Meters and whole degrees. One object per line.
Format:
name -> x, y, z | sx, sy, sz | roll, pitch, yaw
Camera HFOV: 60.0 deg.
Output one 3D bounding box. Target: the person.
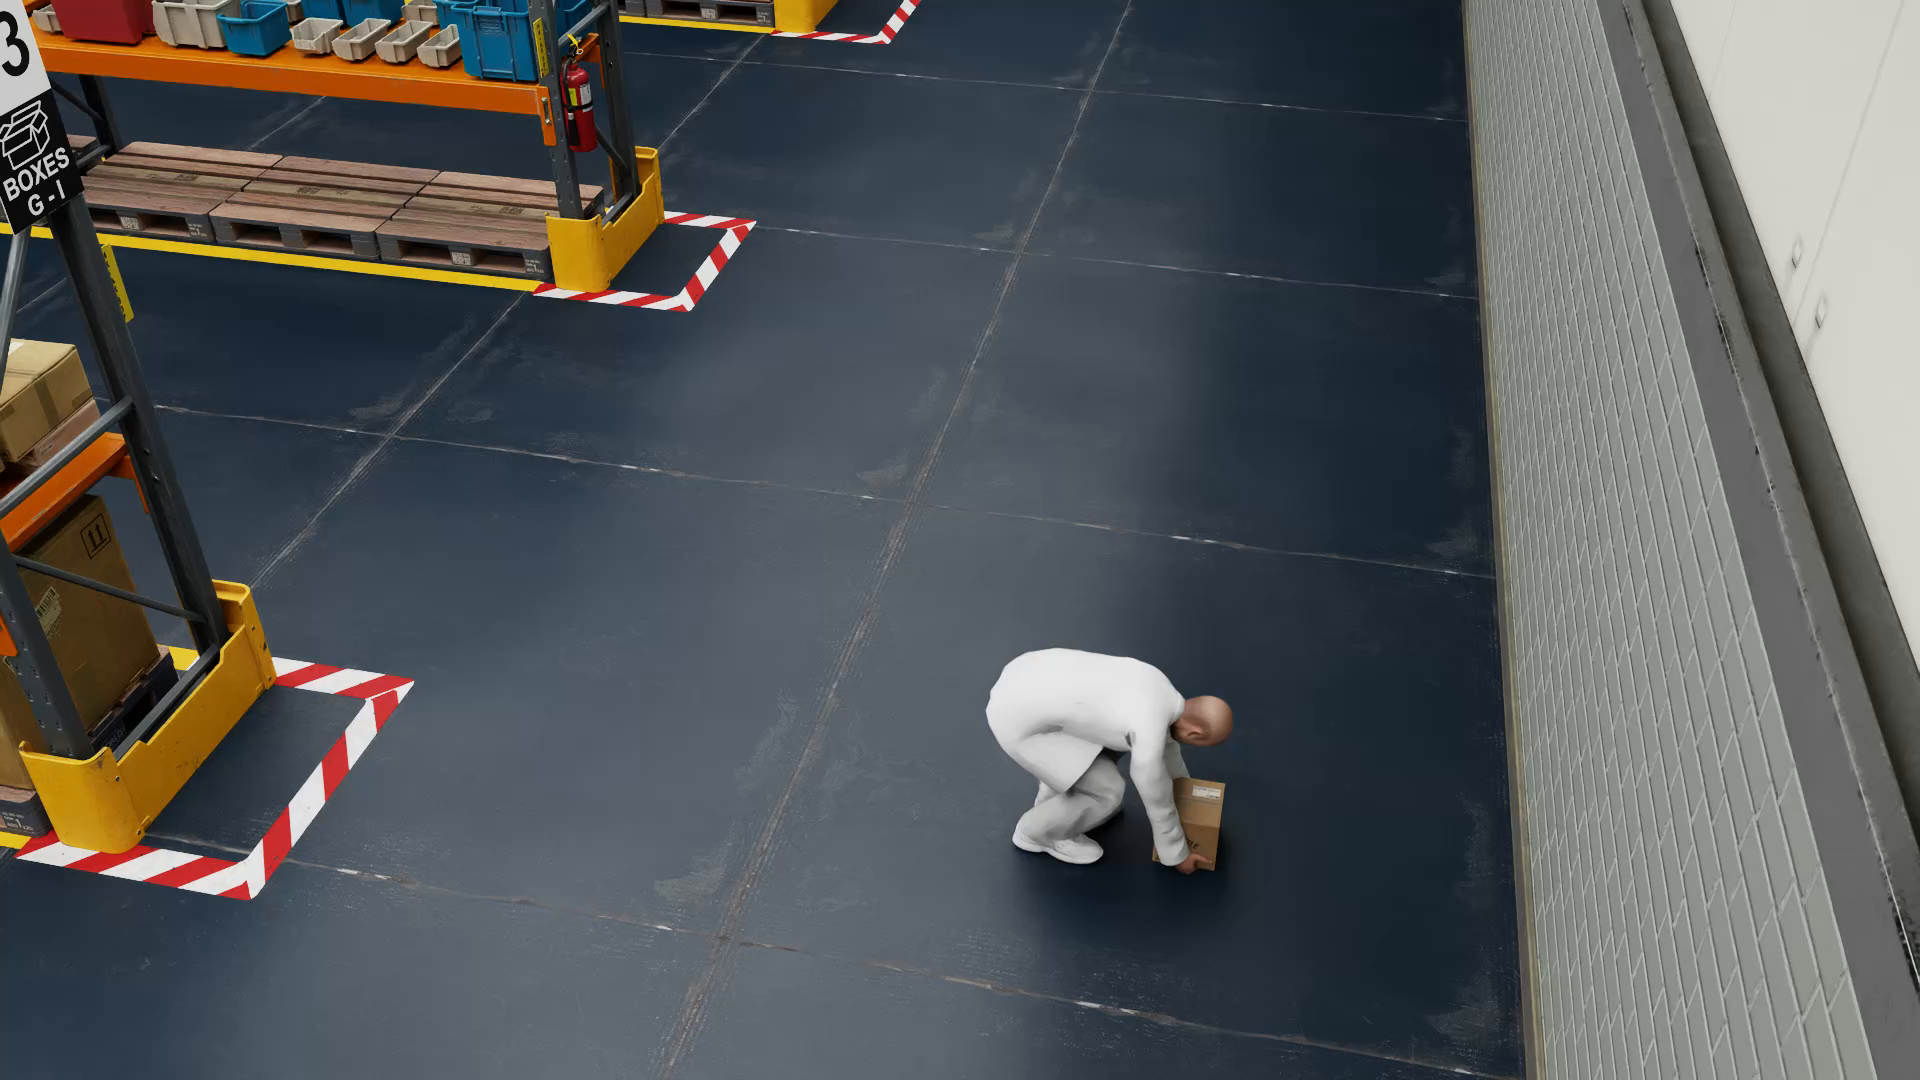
person -> 0.580, 0.857, 6.583 | 0.952, 0.895, 0.585 | 6, 37, 8
